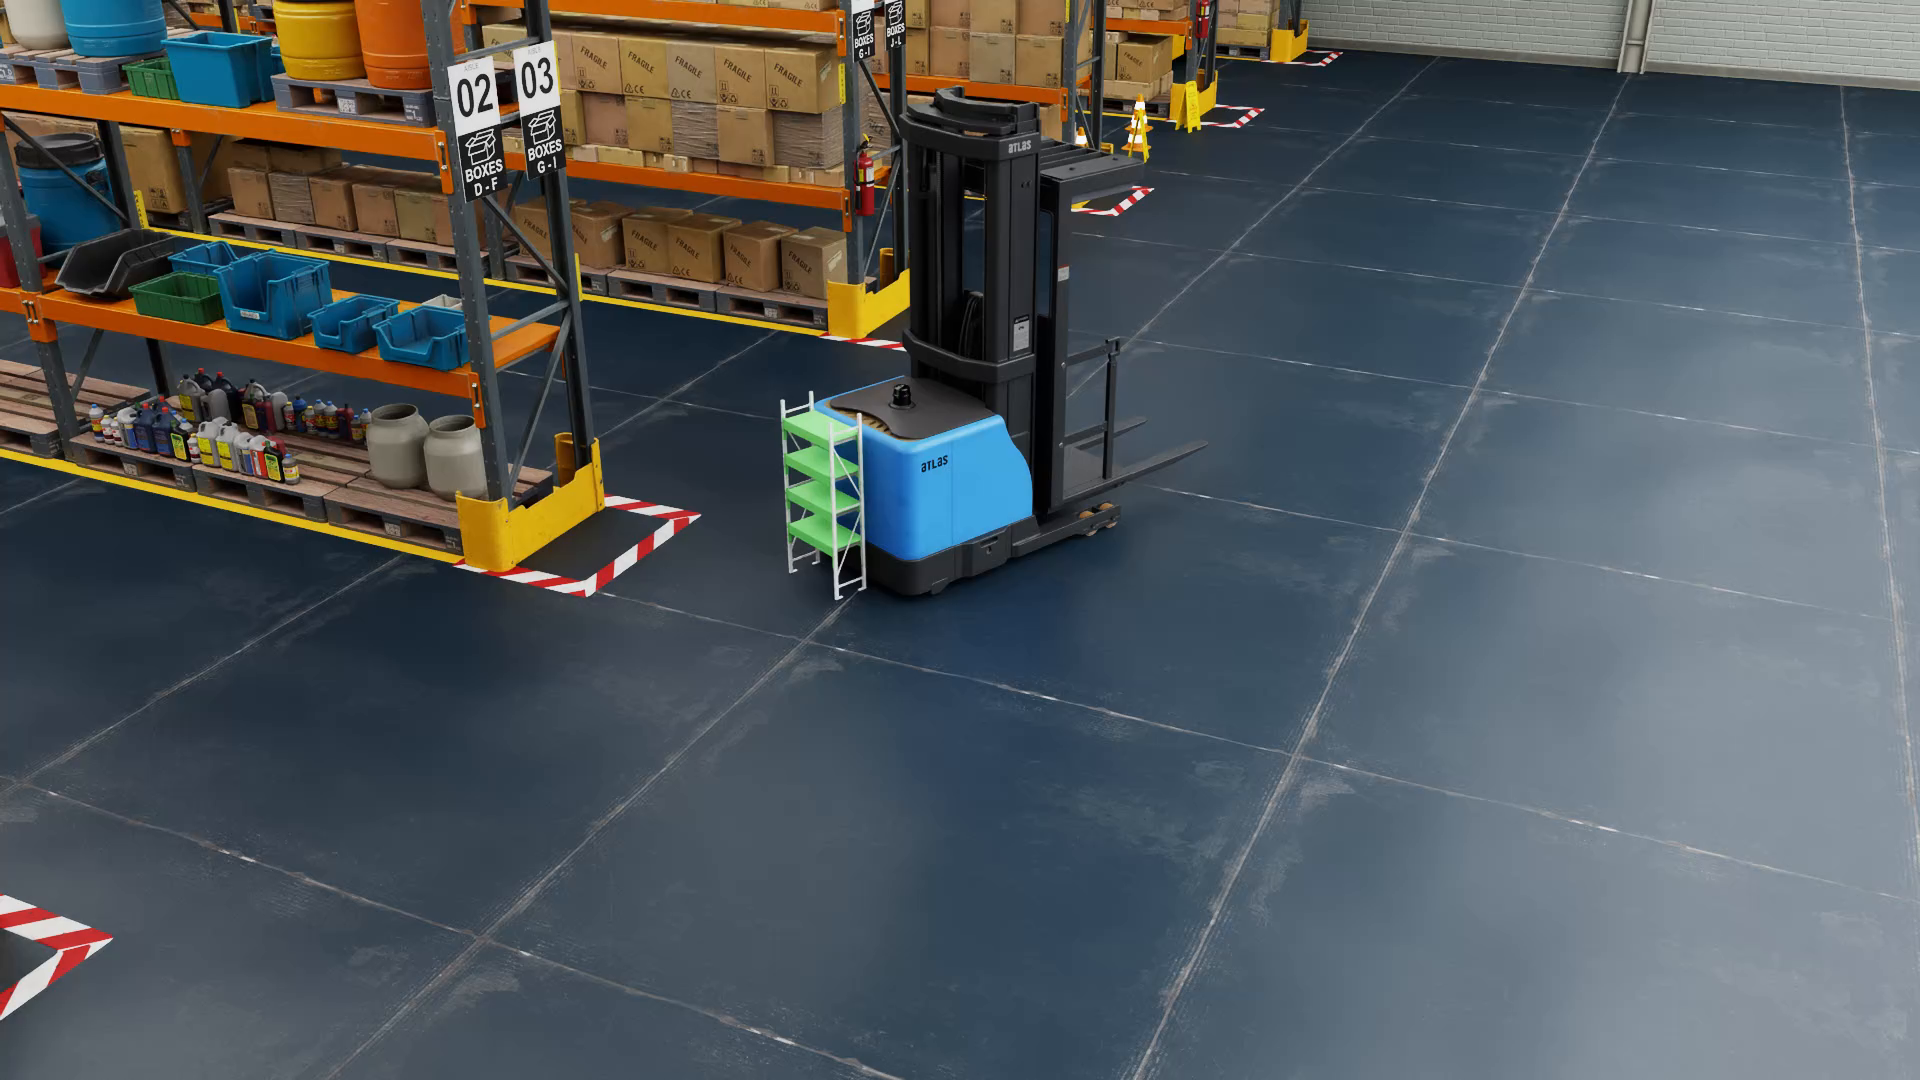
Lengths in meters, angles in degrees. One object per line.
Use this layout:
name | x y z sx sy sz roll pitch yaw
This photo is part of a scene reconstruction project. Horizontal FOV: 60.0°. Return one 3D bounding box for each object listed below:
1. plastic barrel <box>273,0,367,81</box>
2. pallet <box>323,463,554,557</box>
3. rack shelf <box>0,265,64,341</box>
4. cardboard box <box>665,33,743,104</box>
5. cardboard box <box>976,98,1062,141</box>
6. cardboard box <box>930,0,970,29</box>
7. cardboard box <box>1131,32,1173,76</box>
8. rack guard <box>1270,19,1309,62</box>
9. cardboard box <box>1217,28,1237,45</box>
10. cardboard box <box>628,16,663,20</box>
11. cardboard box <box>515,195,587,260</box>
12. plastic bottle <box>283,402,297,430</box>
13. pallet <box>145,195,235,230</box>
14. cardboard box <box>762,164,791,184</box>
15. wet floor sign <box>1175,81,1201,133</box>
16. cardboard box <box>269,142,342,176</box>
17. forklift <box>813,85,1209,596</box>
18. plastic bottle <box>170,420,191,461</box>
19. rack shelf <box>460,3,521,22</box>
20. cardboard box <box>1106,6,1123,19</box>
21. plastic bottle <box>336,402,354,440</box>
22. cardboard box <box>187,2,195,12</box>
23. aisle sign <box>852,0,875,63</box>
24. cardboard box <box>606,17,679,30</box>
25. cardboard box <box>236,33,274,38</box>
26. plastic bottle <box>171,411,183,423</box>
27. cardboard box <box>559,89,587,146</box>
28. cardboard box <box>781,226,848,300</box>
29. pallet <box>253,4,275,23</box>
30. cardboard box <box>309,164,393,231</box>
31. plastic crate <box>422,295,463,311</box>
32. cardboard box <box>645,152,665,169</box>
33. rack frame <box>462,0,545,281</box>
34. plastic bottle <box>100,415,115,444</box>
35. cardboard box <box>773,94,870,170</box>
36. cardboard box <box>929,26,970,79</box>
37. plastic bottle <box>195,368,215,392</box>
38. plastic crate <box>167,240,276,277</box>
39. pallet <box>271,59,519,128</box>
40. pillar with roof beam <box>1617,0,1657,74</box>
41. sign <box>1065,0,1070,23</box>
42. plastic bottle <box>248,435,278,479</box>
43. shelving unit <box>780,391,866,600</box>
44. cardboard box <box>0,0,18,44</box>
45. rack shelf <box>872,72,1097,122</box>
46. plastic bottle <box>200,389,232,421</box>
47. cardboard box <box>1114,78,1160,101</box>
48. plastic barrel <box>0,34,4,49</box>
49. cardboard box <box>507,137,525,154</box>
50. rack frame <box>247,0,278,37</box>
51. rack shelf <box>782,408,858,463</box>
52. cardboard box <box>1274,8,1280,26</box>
plastic barrel | -3.882 -3.172 10.212 0.600 0.588 0.600 0 26 0
pallet | -3.617 -0.291 11.601 1.213 0.211 1.003 11 28 22
rack shelf | -8.253 -2.170 13.076 4.000 0.370 1.077 11 28 22
cardboard box | -2.256 -4.197 14.797 0.500 0.500 0.500 11 28 22
cardboard box | 0.759 -4.696 19.322 0.875 0.875 0.875 12 28 22
cardboard box | 0.090 -6.219 19.093 0.550 0.550 0.875 11 28 22
cardboard box | 2.719 -6.926 23.710 0.500 0.500 0.500 10 28 20
rack guard | 5.434 -8.243 27.426 0.348 0.500 1.175 11 28 22
cardboard box | 4.405 -8.377 27.506 0.500 0.250 0.500 11 28 22
cardboard box | -3.743 -6.312 20.562 0.500 0.500 0.500 12 29 22
cardboard box | -4.035 -3.097 16.498 0.500 0.500 0.500 10 28 20
plastic bottle | -4.993 -0.931 12.416 0.097 0.201 0.097 0 26 0
pallet | -8.710 -3.774 18.676 1.213 0.211 1.003 11 28 22
cardboard box | -1.562 -3.315 14.871 0.250 0.149 0.380 11 28 22
wet floor sign | 3.091 -5.851 22.403 0.232 0.644 0.267 23 35 39
cardboard box | -6.914 -4.059 17.582 0.500 0.250 0.500 15 30 28
forklift | 0.474 -1.499 10.976 3.031 2.935 1.130 -21 33 -36
plastic bottle | -5.565 -0.710 11.874 0.133 0.283 0.061 13 29 24
rack shelf | -6.203 -5.507 16.459 4.000 0.370 1.077 11 28 22
cardboard box | 2.184 -7.334 23.034 0.250 0.149 0.380 12 29 23
plastic bottle | -4.511 -0.880 12.219 0.133 0.283 0.061 12 29 23
cardboard box | -10.859 -7.574 23.521 0.250 0.149 0.380 10 28 20
aisle sign | -0.809 -4.422 13.892 0.004 0.787 0.394 11 28 22
cardboard box | -2.948 -4.591 15.598 0.500 0.500 0.500 11 28 22
cardboard box | -7.516 -5.001 17.423 0.500 0.500 0.500 8 27 15
plastic bottle | -5.688 -0.808 12.086 0.097 0.271 0.097 0 26 0
cardboard box | -3.558 -4.084 15.700 0.500 0.500 0.875 11 28 22
cardboard box | -1.303 -2.575 15.439 0.500 0.500 0.500 17 31 31
pallet | -8.884 -7.273 22.844 1.213 0.211 1.003 11 28 22
cardboard box | -6.376 -3.614 17.527 0.500 0.500 0.700 14 29 26
plastic crate | -3.473 -1.571 11.343 0.250 0.136 0.298 11 28 22
cardboard box | -2.694 -3.549 15.348 0.250 0.149 0.380 11 28 22
rack frame | -4.382 -4.119 16.220 0.127 3.000 1.000 11 28 22
plastic bottle | -6.232 -0.816 12.182 0.097 0.201 0.097 0 26 0
cardboard box | -1.231 -3.677 14.873 0.500 0.500 0.875 11 28 22
cardboard box | 0.080 -5.725 19.312 0.550 0.550 0.875 11 28 22
plastic bottle | -5.727 -1.134 12.659 0.185 0.351 0.144 11 28 20
plastic crate | -5.313 -1.967 12.018 0.616 0.251 0.499 11 28 22
pallet | -3.504 -2.848 10.456 1.213 0.211 1.003 11 28 22
pillar with roof beam | 8.831 -9.722 20.808 0.400 9.000 9.100 11 28 22
sign | 1.167 -5.773 18.002 0.005 0.325 0.100 11 28 22
plastic bottle | -4.863 -0.588 11.634 0.135 0.276 0.152 12 28 22
shelving unit | -0.855 -0.277 10.455 0.258 1.200 0.503 -21 33 -36
cardboard box | -10.460 -5.833 18.452 0.637 0.503 0.797 12 29 22
rack shelf | -0.417 -5.406 19.649 4.000 0.370 1.077 11 28 22
plastic bottle | -5.591 -1.002 12.474 0.135 0.276 0.152 11 28 22
cardboard box | 2.492 -6.371 23.432 0.500 0.250 0.500 11 28 22
plastic barrel | -6.985 -3.704 11.413 0.708 0.901 0.600 11 28 22
cardboard box | -4.089 -3.795 15.846 0.250 0.149 0.380 11 28 22
rack frame | -9.520 -7.557 23.204 0.127 3.000 1.000 11 28 22
rack shelf | -0.855 -0.650 10.271 0.258 0.148 0.480 -21 33 -36
cardboard box | 5.070 -8.717 27.631 0.500 0.250 0.500 12 29 23
